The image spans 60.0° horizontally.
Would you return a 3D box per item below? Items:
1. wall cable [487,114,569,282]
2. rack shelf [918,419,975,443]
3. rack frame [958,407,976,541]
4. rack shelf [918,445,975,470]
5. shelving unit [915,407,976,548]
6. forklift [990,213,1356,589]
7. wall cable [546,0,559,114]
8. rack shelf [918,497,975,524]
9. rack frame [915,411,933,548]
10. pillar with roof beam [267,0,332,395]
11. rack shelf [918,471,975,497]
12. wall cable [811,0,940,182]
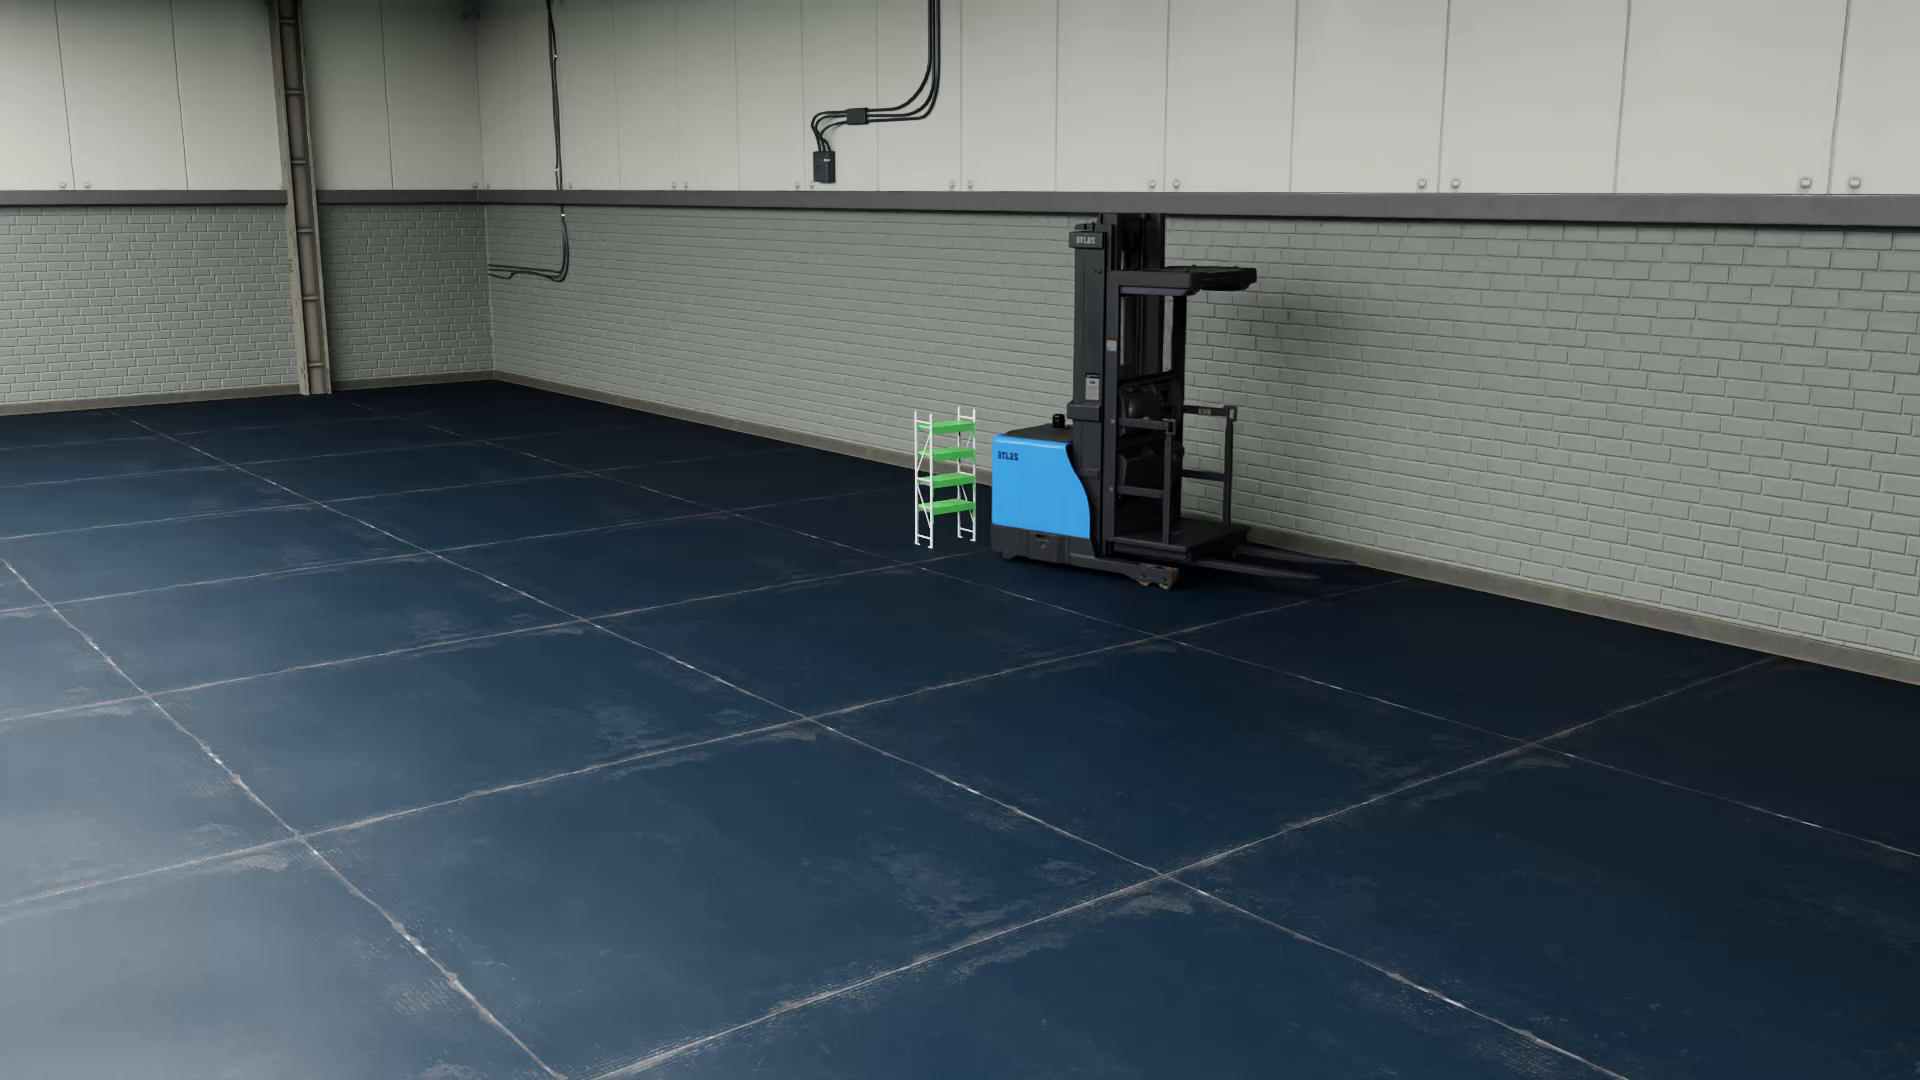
[{"bbox_3d":[-6.898,-5.332,26.052,0.112,2.526,3.097,-9,15,-38],"label":"wall cable"},{"bbox_3d":[-0.129,-0.972,14.817,0.480,0.148,0.258,-9,15,-38],"label":"rack shelf"},{"bbox_3d":[0.061,-0.597,15.052,0.015,1.200,0.240,-9,15,-38],"label":"rack frame"},{"bbox_3d":[-0.129,-0.738,14.866,0.480,0.148,0.258,-9,15,-38],"label":"rack shelf"},{"bbox_3d":[-0.129,-0.565,14.903,0.503,1.200,0.258,-9,15,-38],"label":"shelving unit"},{"bbox_3d":[1.737,-1.169,13.576,3.031,2.935,1.130,9,15,36],"label":"forklift"},{"bbox_3d":[-5.208,-7.364,23.461,0.112,2.526,3.097,-9,15,-38],"label":"wall cable"},{"bbox_3d":[-0.129,-0.268,14.966,0.480,0.148,0.258,-9,15,-38],"label":"rack shelf"},{"bbox_3d":[-0.320,-0.534,14.754,0.015,1.200,0.240,-9,15,-38],"label":"rack frame"},{"bbox_3d":[-7.335,-5.985,21.651,0.400,9.000,9.100,-9,15,-38],"label":"pillar with roof beam"},{"bbox_3d":[-0.129,-0.503,14.916,0.480,0.148,0.258,-9,15,-38],"label":"rack shelf"},{"bbox_3d":[-0.979,-6.973,18.116,0.169,6.003,2.305,-9,15,-38],"label":"wall cable"}]
